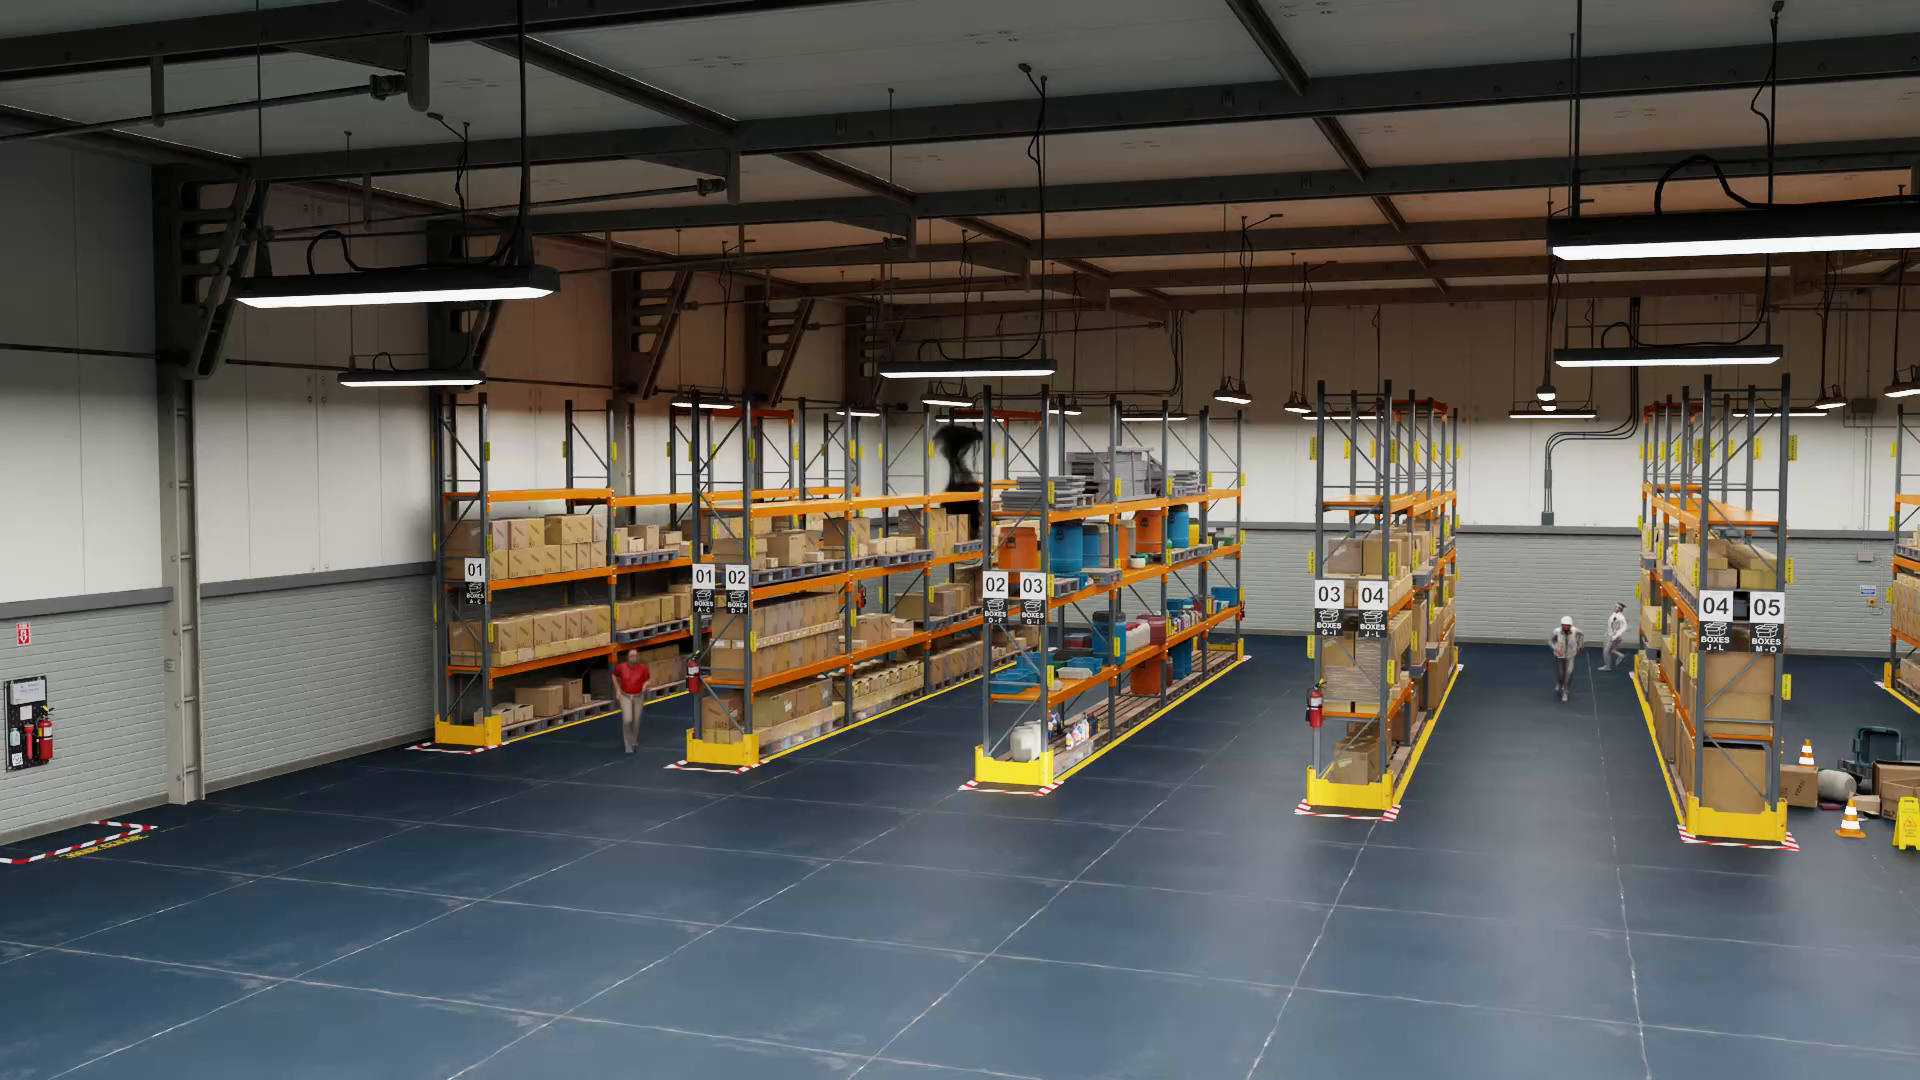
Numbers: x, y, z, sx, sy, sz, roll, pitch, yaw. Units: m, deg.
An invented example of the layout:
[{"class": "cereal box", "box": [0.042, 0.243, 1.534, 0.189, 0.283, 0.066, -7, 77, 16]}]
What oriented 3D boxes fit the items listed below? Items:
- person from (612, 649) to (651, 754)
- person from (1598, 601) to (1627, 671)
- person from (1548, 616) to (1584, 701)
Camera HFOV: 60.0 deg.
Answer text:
[{"class": "person", "box": [-5.462, 2.700, 27.735, 0.591, 1.788, 0.888, -1, 3, -23]}, {"class": "person", "box": [14.900, 2.179, 37.756, 0.588, 1.623, 0.658, 0, 3, -5]}, {"class": "person", "box": [12.273, 2.377, 33.761, 0.696, 1.731, 1.045, 1, 3, 10]}]
